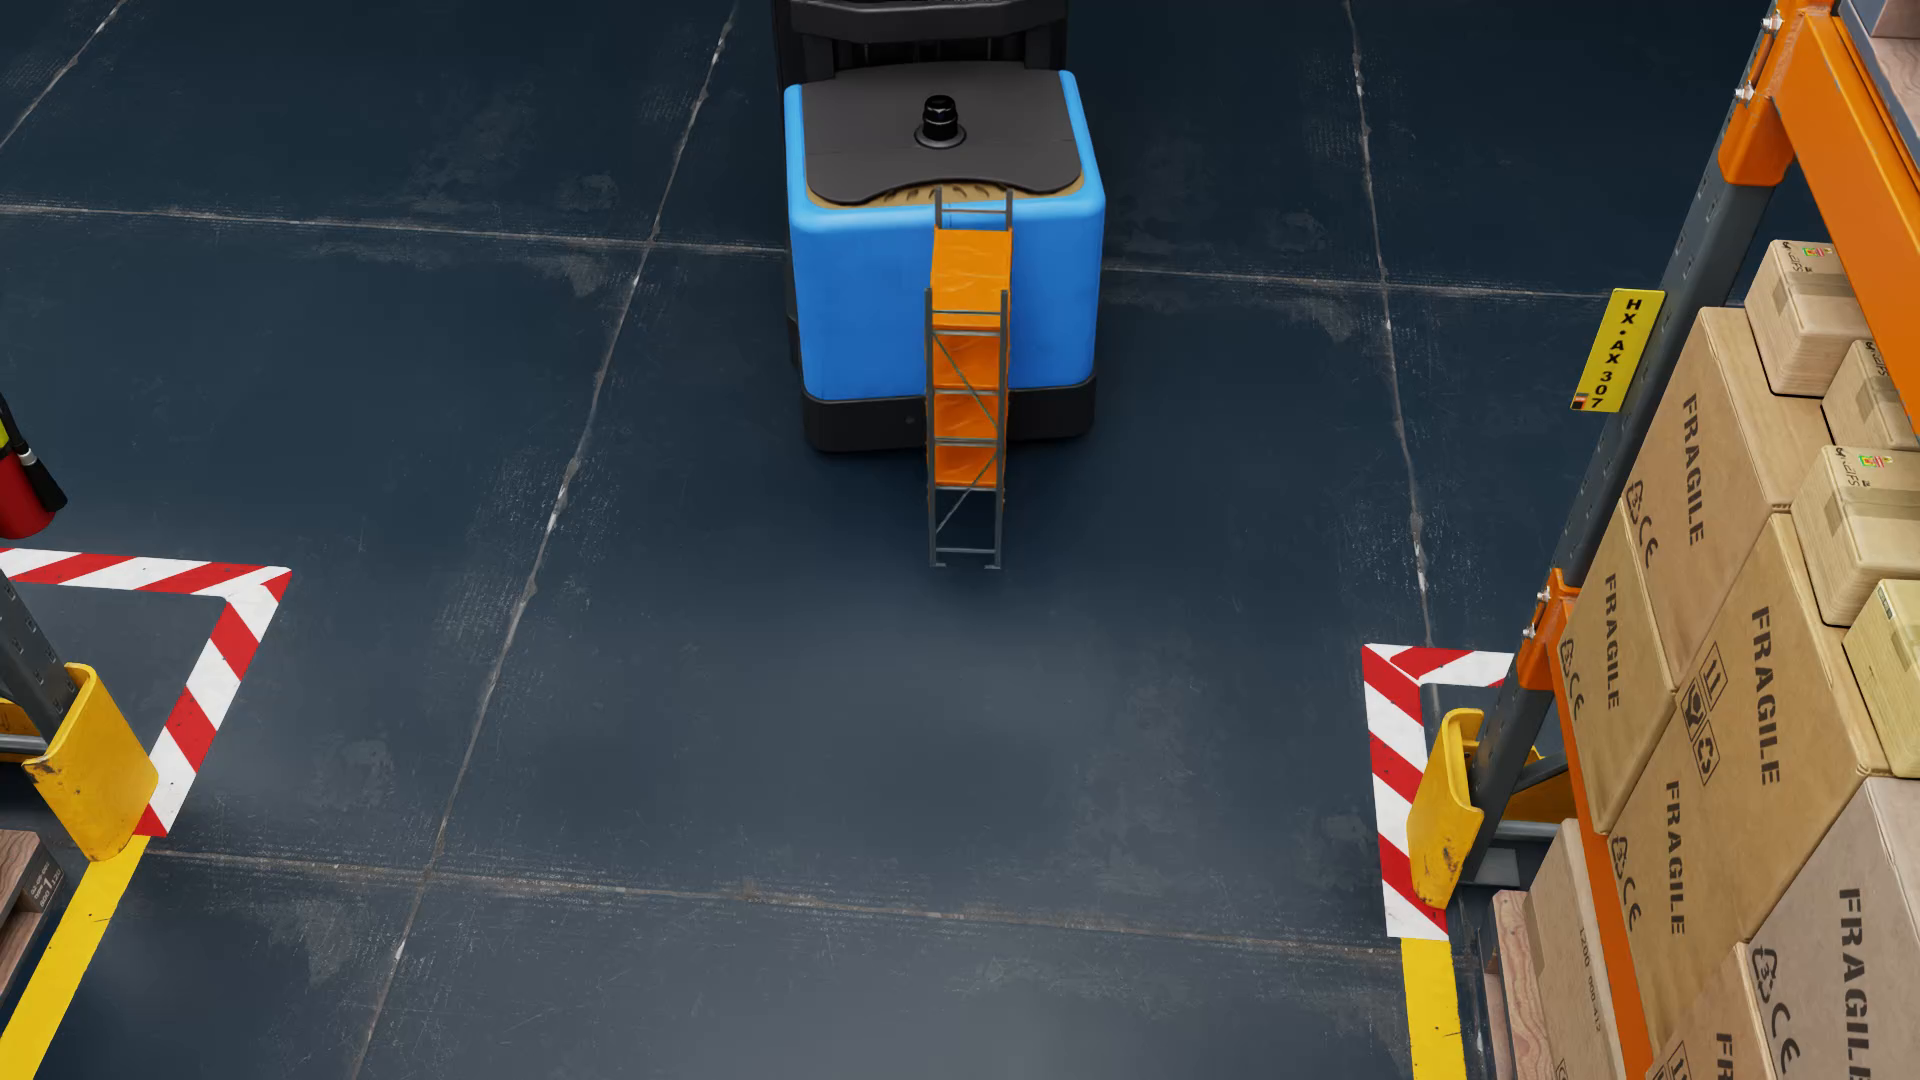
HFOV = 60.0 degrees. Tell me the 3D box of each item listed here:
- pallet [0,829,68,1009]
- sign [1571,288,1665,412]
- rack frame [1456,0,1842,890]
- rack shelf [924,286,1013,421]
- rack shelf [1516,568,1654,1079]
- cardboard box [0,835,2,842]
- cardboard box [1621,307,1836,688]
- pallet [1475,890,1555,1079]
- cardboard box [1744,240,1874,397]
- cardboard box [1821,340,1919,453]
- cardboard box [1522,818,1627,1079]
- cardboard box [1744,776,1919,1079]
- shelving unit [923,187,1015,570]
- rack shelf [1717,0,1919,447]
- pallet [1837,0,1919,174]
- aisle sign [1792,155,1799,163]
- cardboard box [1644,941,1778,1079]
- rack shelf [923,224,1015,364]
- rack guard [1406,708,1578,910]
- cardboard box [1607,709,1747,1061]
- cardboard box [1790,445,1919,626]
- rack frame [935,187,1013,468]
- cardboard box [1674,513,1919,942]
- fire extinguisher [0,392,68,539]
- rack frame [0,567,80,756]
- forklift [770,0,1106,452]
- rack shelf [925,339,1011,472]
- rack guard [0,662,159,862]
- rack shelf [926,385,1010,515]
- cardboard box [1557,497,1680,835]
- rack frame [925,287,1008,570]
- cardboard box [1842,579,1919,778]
[{"bbox_3d":[-3.149,1.307,4.412,1.003,0.211,1.213,4,48,4],"label":"pallet"},{"bbox_3d":[1.354,-0.387,3.431,0.100,0.325,0.005,4,48,4],"label":"sign"},{"bbox_3d":[1.906,-0.026,3.741,1.000,3.000,0.127,4,48,4],"label":"rack frame"},{"bbox_3d":[0.031,-0.599,5.273,0.258,0.148,0.480,2,48,2],"label":"rack shelf"},{"bbox_3d":[1.724,1.686,2.662,1.077,0.370,4.000,4,48,4],"label":"rack shelf"},{"bbox_3d":[-2.797,0.842,4.393,0.380,0.149,0.250,3,48,2],"label":"cardboard box"},{"bbox_3d":[1.579,-0.064,3.030,0.500,0.500,0.500,3,48,3],"label":"cardboard box"},{"bbox_3d":[1.911,1.508,4.228,1.003,0.211,1.213,4,48,4],"label":"pallet"},{"bbox_3d":[1.598,-0.374,2.874,0.380,0.149,0.250,5,48,4],"label":"cardboard box"},{"bbox_3d":[1.645,-0.177,2.694,0.380,0.149,0.250,5,48,4],"label":"cardboard box"},{"bbox_3d":[1.945,1.188,4.082,0.875,0.438,0.875,2,48,2],"label":"cardboard box"},{"bbox_3d":[1.499,0.695,2.336,0.500,0.500,0.500,4,48,3],"label":"cardboard box"},{"bbox_3d":[0.031,-0.493,5.388,0.258,1.200,0.503,2,48,2],"label":"shelving unit"},{"bbox_3d":[1.724,0.674,1.556,1.077,0.370,4.000,4,48,4],"label":"rack shelf"},{"bbox_3d":[1.849,-0.463,2.168,1.003,0.211,1.213,4,48,4],"label":"pallet"},{"bbox_3d":[1.624,-0.976,2.848,0.394,0.787,0.004,4,48,4],"label":"aisle sign"},{"bbox_3d":[1.494,1.020,2.717,0.500,0.500,0.500,4,48,3],"label":"cardboard box"},{"bbox_3d":[0.031,-0.759,5.098,0.258,0.148,0.480,2,48,2],"label":"rack shelf"},{"bbox_3d":[1.908,0.800,4.680,1.175,0.500,0.348,4,48,4],"label":"rack guard"},{"bbox_3d":[1.558,0.647,3.058,0.500,0.500,0.500,3,48,3],"label":"cardboard box"},{"bbox_3d":[1.507,0.007,2.526,0.380,0.149,0.250,5,48,5],"label":"cardboard box"},{"bbox_3d":[0.043,-0.673,5.553,0.240,1.200,0.015,2,48,2],"label":"rack frame"},{"bbox_3d":[1.538,0.316,2.683,0.500,0.500,0.500,3,48,2],"label":"cardboard box"},{"bbox_3d":[-2.550,-0.287,4.285,0.296,0.674,0.183,4,48,4],"label":"fire extinguisher"},{"bbox_3d":[-3.033,-0.285,3.978,1.000,3.000,0.127,4,48,4],"label":"rack frame"},{"bbox_3d":[-0.170,-2.395,5.954,1.130,2.935,3.031,-4,48,-4],"label":"forklift"},{"bbox_3d":[0.031,-0.448,5.438,0.258,0.148,0.480,2,48,2],"label":"rack shelf"},{"bbox_3d":[-3.040,0.615,4.849,1.175,0.500,0.348,4,48,4],"label":"rack guard"},{"bbox_3d":[0.031,-0.314,5.584,0.258,0.148,0.480,2,48,2],"label":"rack shelf"},{"bbox_3d":[1.576,0.273,3.399,0.500,0.500,0.500,4,48,3],"label":"cardboard box"},{"bbox_3d":[0.018,-0.314,5.224,0.240,1.200,0.015,2,48,2],"label":"rack frame"},{"bbox_3d":[1.501,0.201,2.348,0.380,0.149,0.250,2,48,2],"label":"cardboard box"}]
